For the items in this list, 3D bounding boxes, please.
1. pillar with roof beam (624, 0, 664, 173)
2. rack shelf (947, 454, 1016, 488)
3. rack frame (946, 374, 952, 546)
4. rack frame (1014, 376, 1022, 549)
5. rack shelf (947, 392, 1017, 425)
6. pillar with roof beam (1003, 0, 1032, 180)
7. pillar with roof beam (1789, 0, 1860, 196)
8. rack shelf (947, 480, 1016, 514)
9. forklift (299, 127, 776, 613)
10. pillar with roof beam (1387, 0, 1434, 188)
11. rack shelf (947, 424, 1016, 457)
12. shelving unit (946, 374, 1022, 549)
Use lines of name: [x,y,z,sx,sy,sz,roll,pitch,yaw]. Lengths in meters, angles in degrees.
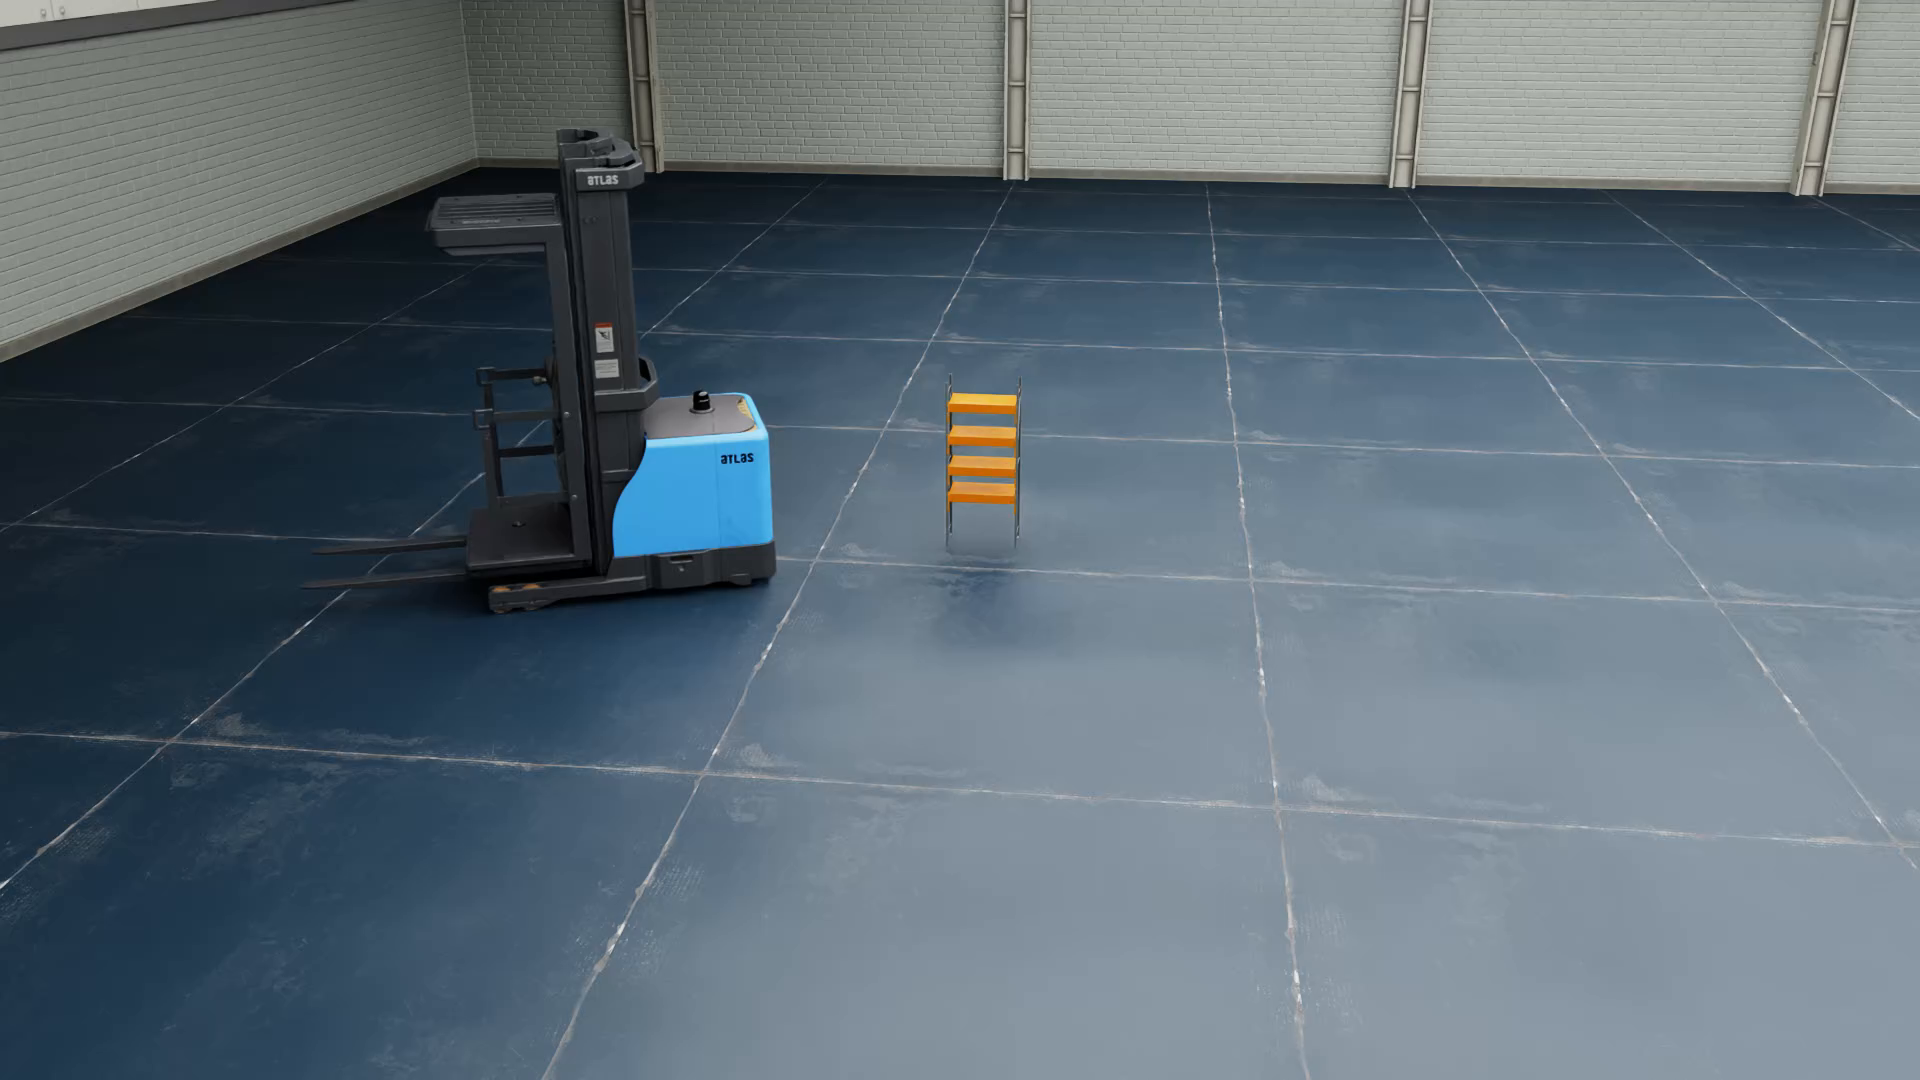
pillar with roof beam: [-5.567,-8.637,21.546,0.400,9.000,9.100,2,22,6]
rack shelf: [0.164,-0.488,11.726,0.480,0.148,0.258,2,22,6]
rack frame: [-0.078,-0.561,11.728,0.015,1.200,0.240,2,22,6]
rack frame: [0.407,-0.540,11.674,0.015,1.200,0.240,2,22,6]
rack shelf: [0.164,-0.916,11.557,0.480,0.148,0.258,2,22,6]
pillar with roof beam: [0.391,-8.377,20.889,0.400,9.000,9.100,2,22,6]
pillar with roof beam: [12.308,-7.858,19.576,0.400,9.000,9.100,2,22,6]
rack shelf: [0.164,-0.304,11.799,0.480,0.148,0.258,2,22,6]
forklift: [-2.811,-1.105,10.749,3.031,2.935,1.130,-5,22,-13]
pillar with roof beam: [6.350,-8.118,20.233,0.400,9.000,9.100,2,22,6]
rack shelf: [0.164,-0.696,11.644,0.480,0.148,0.258,2,22,6]
shelving unit: [0.164,-0.551,11.701,0.503,1.200,0.258,2,22,6]
